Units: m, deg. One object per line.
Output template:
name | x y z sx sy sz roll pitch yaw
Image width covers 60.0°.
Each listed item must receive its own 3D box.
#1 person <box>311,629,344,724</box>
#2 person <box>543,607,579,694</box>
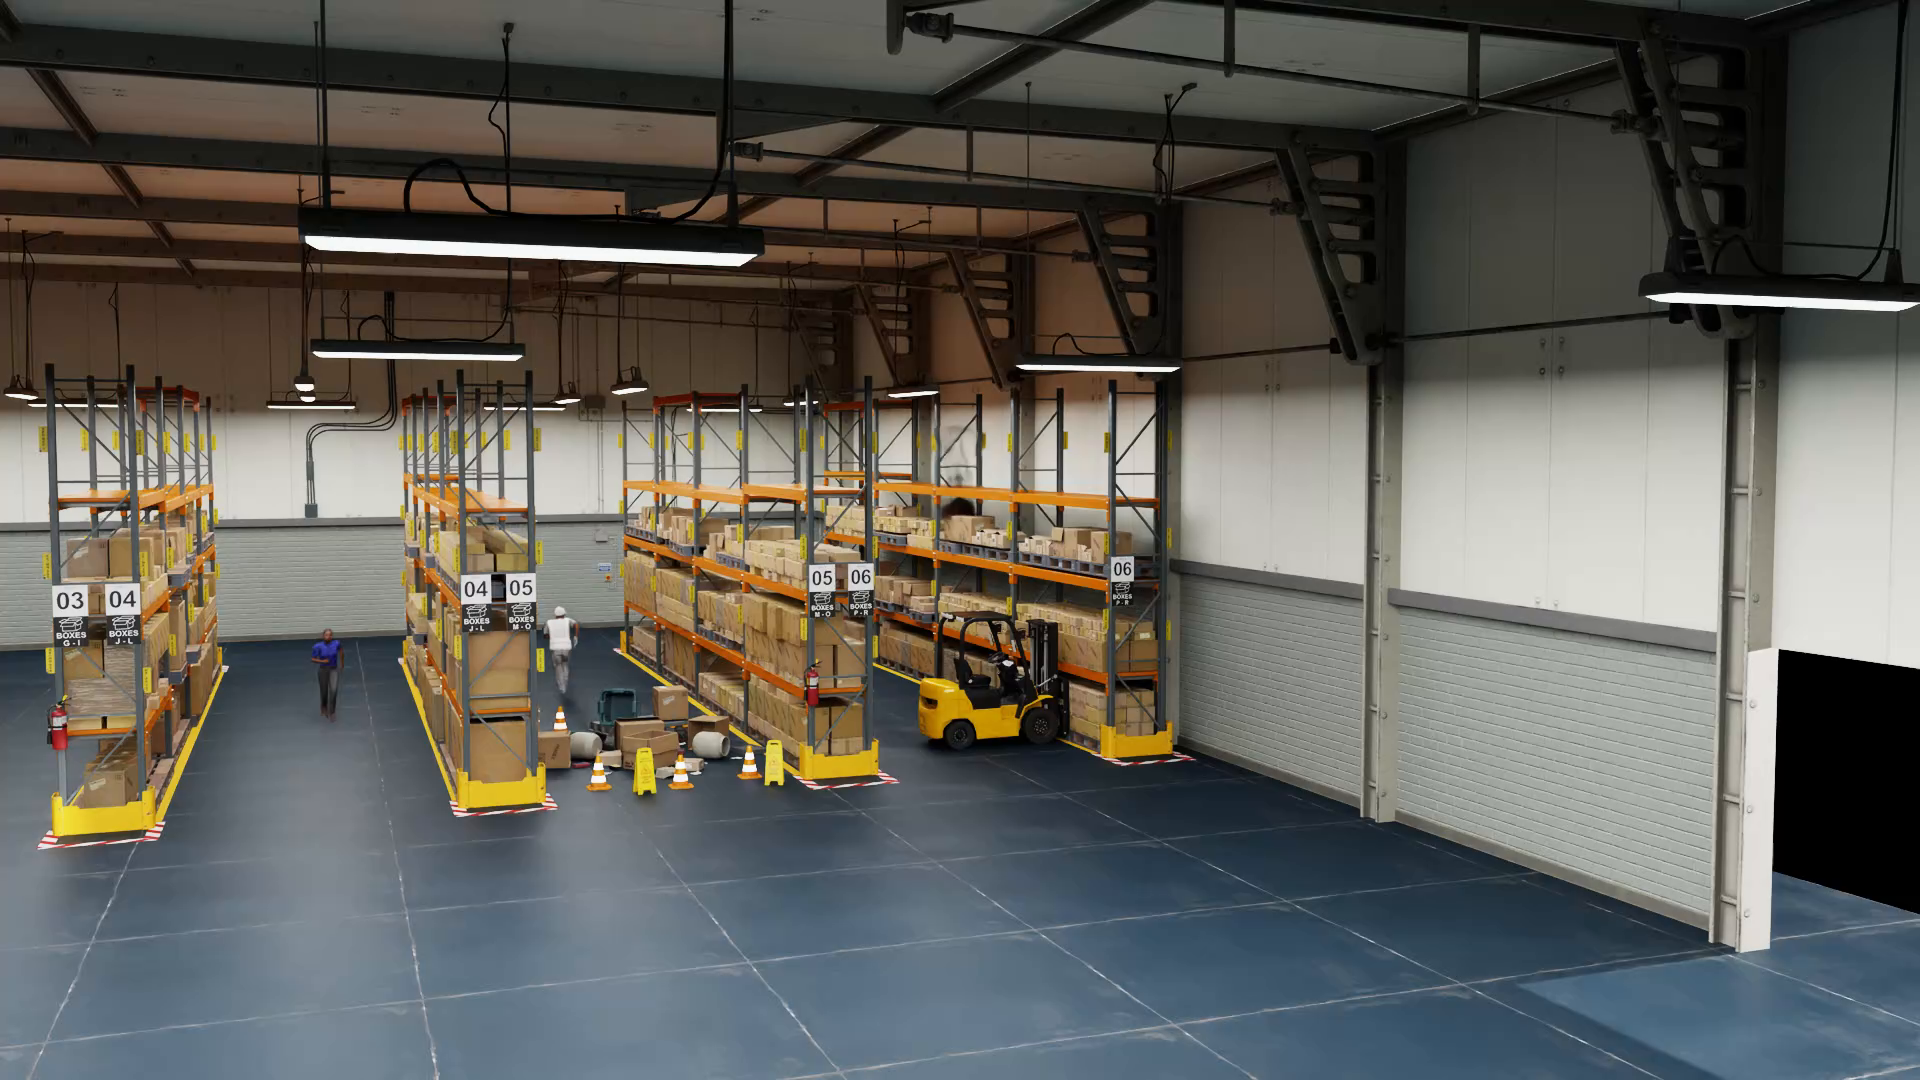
person | -11.421 2.437 30.027 0.599 1.681 0.918 -2 4 -32
person | -7.909 2.192 32.976 0.667 1.714 0.932 -1 4 -21
